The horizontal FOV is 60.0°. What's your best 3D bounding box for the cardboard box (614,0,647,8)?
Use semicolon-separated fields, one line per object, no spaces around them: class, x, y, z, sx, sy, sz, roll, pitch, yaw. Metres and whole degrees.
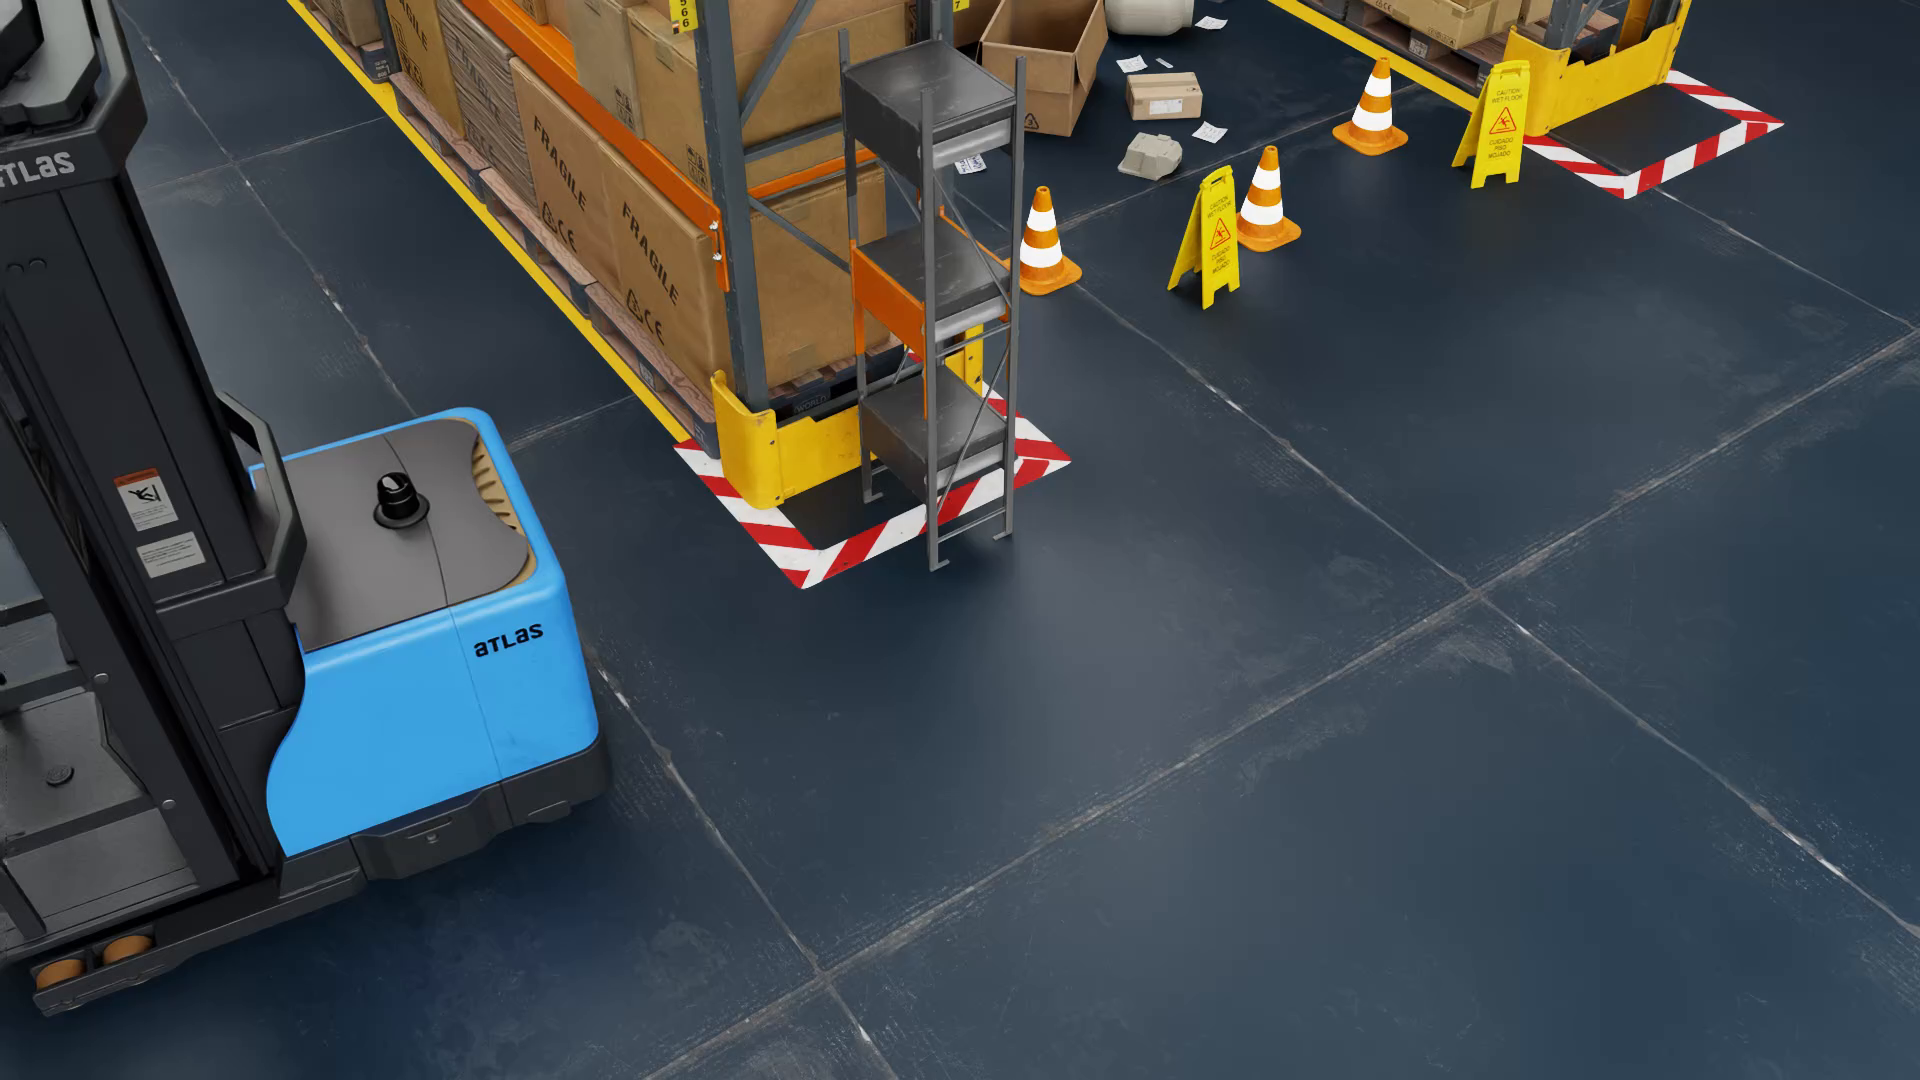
cardboard box;-1.038;-2.479;6.284;0.875;0.550;0.550;-26;49;-24

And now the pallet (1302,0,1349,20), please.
pallet;2.362;-3.746;10.521;1.003;0.211;1.213;-26;49;-24

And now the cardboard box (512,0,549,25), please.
cardboard box;-1.604;-2.734;7.333;0.875;0.550;0.500;-26;49;-24

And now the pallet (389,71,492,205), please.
pallet;-2.385;-2.329;9.037;1.003;0.211;1.213;-26;49;-24

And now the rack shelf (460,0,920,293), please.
rack shelf;-1.611;-2.407;7.620;1.077;0.370;4.000;-26;49;-24

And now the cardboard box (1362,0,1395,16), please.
cardboard box;2.562;-3.352;9.776;0.500;0.250;0.500;-26;49;-24

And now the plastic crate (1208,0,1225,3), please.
plastic crate;1.472;-3.543;10.403;0.583;0.080;0.402;26;49;25

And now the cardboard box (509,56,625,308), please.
cardboard box;-1.415;-1.773;7.669;0.875;0.875;0.875;-26;50;-25

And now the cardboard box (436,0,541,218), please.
cardboard box;-1.934;-2.290;8.211;0.875;0.875;0.875;-25;49;-24

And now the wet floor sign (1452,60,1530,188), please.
wet floor sign;2.766;-2.165;8.550;0.267;0.644;0.232;-10;45;-11

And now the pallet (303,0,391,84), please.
pallet;-3.259;-3.198;9.947;1.003;0.211;1.213;-26;49;-24

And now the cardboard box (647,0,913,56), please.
cardboard box;-0.648;-2.204;5.996;0.875;0.550;0.550;-26;49;-24

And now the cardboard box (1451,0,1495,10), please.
cardboard box;2.863;-3.326;9.206;0.500;0.500;0.500;-25;49;-24

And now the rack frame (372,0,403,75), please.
rack frame;-2.756;-3.800;8.558;1.000;3.000;0.127;-26;49;-24

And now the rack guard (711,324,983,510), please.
rack guard;-0.454;-0.616;7.034;1.175;0.500;0.348;-26;49;-24

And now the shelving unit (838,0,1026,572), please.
shelving unit;-0.095;-0.853;6.123;0.431;2.100;0.503;-26;49;-24

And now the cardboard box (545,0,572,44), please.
cardboard box;-1.267;-2.450;7.036;0.875;0.550;0.550;-26;49;-24

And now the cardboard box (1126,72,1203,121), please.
cardboard box;1.129;-2.460;9.219;0.380;0.149;0.250;-3;44;-4

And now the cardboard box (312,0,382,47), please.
cardboard box;-3.185;-3.454;9.521;1.050;0.750;0.750;-26;49;-25

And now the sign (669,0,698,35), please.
sign;-0.920;-1.832;5.487;0.100;0.325;0.005;-26;49;-24

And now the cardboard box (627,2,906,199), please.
cardboard box;-0.717;-1.781;6.334;0.875;0.550;0.550;-26;49;-24

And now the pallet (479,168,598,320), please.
pallet;-1.683;-1.638;8.313;1.003;0.211;1.213;-26;49;-24

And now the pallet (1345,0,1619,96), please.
pallet;3.056;-3.055;9.798;1.003;0.211;1.213;-26;49;-24

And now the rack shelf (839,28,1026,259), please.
rack shelf;-0.095;-1.350;5.649;0.431;0.518;0.480;-26;49;-24

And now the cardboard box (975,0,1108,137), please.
cardboard box;0.454;-2.638;9.149;0.637;0.503;0.797;11;45;11

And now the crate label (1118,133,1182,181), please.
crate label;1.014;-2.035;8.782;0.298;0.136;0.250;18;47;18

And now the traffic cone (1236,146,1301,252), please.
traffic cone;1.515;-1.732;8.229;0.336;0.463;0.334;-26;49;-24

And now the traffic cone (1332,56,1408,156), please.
traffic cone;2.231;-2.363;8.890;0.336;0.463;0.334;-26;49;-24

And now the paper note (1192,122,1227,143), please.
paper note;1.361;-2.222;9.055;0.142;0.019;0.148;26;49;25

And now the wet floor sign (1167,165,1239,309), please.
wet floor sign;1.173;-1.448;7.800;0.267;0.644;0.232;-35;53;-31

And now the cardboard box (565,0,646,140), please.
cardboard box;-1.049;-2.083;6.652;0.875;0.550;0.550;-26;49;-24

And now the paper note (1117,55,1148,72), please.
paper note;0.999;-2.758;9.625;0.148;0.019;0.142;-10;45;-11

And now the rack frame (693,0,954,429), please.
rack frame;-0.467;-1.534;6.185;1.000;3.000;0.127;-26;49;-24

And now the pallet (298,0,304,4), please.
pallet;-3.961;-3.890;10.672;1.003;0.211;1.213;-26;49;-24

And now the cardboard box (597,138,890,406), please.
cardboard box;-0.909;-1.275;7.148;0.875;0.875;0.875;-25;49;-24

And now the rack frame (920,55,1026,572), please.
rack frame;0.045;-0.715;5.978;0.400;2.100;0.015;-26;49;-24

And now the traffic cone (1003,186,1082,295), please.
traffic cone;0.394;-1.478;7.963;0.336;0.463;0.334;-26;49;-24

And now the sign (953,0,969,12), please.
sign;-0.009;-2.092;6.085;0.100;0.325;0.005;-26;49;-24

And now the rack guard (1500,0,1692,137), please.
rack guard;3.491;-2.686;9.201;1.175;0.500;0.348;-26;49;-24

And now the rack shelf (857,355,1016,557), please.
rack shelf;-0.095;-0.337;6.616;0.431;0.518;0.480;-26;49;-24

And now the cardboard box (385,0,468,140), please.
cardboard box;-2.453;-2.799;8.744;0.875;0.875;0.875;-25;49;-24

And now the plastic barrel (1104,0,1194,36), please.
plastic barrel;1.111;-3.187;9.781;0.512;0.421;0.421;4;44;4

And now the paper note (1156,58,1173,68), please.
paper note;1.184;-2.765;9.639;0.032;0.001;0.123;-26;49;-24

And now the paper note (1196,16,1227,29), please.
paper note;1.511;-3.107;9.982;0.148;0.019;0.142;26;49;25

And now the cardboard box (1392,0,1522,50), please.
cardboard box;2.838;-3.069;9.480;0.500;0.250;0.500;-26;49;-25

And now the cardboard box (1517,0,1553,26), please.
cardboard box;3.300;-3.270;9.690;0.500;0.250;0.500;-26;49;-25

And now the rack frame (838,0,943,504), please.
rack frame;-0.234;-0.991;6.268;0.400;2.100;0.015;-26;49;-24

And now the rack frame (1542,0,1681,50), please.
rack frame;3.535;-3.547;8.293;1.000;3.000;0.127;-26;49;-24

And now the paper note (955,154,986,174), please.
paper note;0.052;-1.995;8.819;0.144;0.017;0.142;-10;45;-11

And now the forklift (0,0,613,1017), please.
forklift;-2.759;-0.009;4.636;3.031;2.935;1.130;-19;47;-19

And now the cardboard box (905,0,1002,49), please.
cardboard box;-0.088;-3.214;9.654;0.797;0.637;0.503;-26;49;-24

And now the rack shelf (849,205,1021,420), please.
rack shelf;-0.095;-0.843;6.133;0.431;0.518;0.480;-26;49;-24

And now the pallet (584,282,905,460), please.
pallet;-0.989;-0.947;7.590;1.003;0.211;1.213;-26;49;-24
